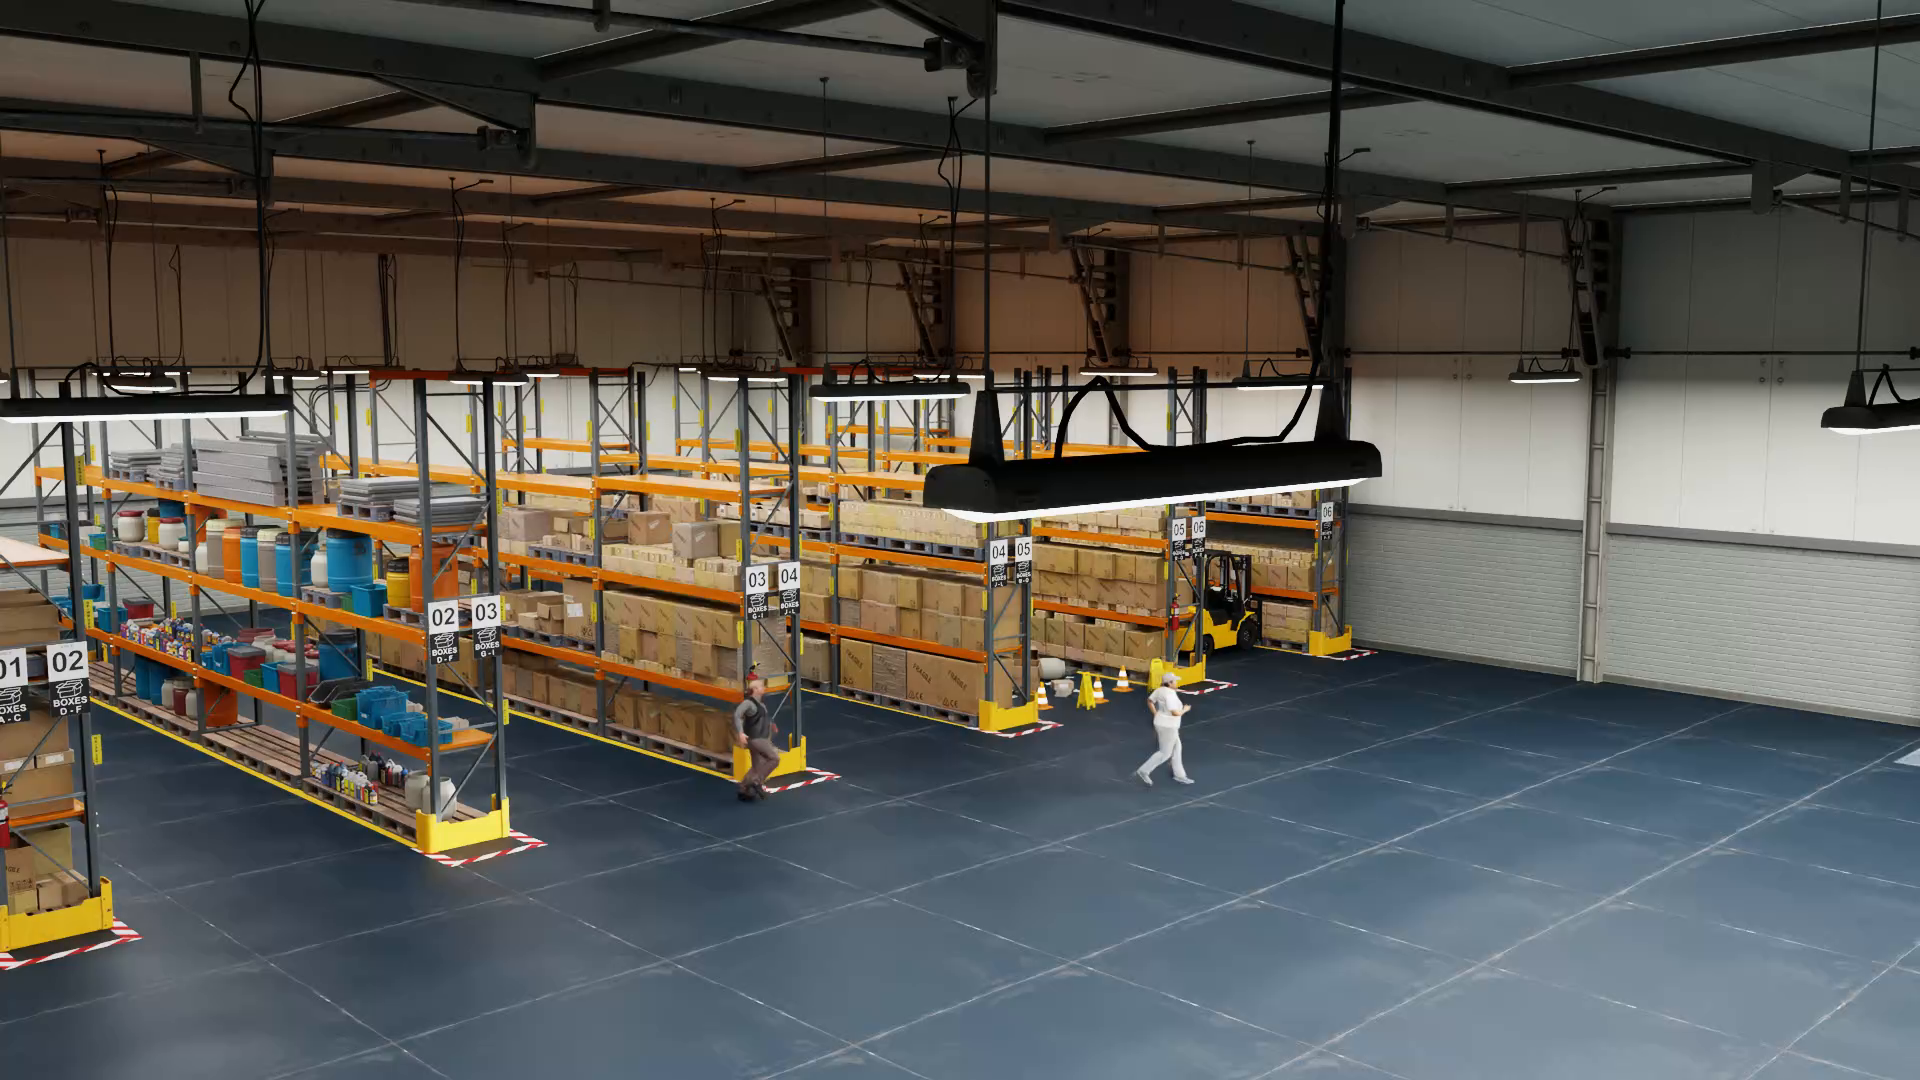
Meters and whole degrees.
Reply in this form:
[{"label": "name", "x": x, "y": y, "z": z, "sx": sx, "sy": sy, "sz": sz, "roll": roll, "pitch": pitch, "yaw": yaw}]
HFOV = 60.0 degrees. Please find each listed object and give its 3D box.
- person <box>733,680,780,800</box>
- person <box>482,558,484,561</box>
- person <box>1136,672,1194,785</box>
[{"label": "person", "x": -2.838, "y": 2.828, "z": 23.632, "sx": 0.640, "sy": 1.655, "sz": 0.651, "roll": 1, "pitch": 7, "yaw": 10}, {"label": "person", "x": -10.865, "y": 1.242, "z": 37.558, "sx": 0.720, "sy": 1.700, "sz": 0.610, "roll": -5, "pitch": 8, "yaw": -37}, {"label": "person", "x": 3.000, "y": 2.755, "z": 24.228, "sx": 0.903, "sy": 1.673, "sz": 0.632, "roll": -1, "pitch": 7, "yaw": -9}]
